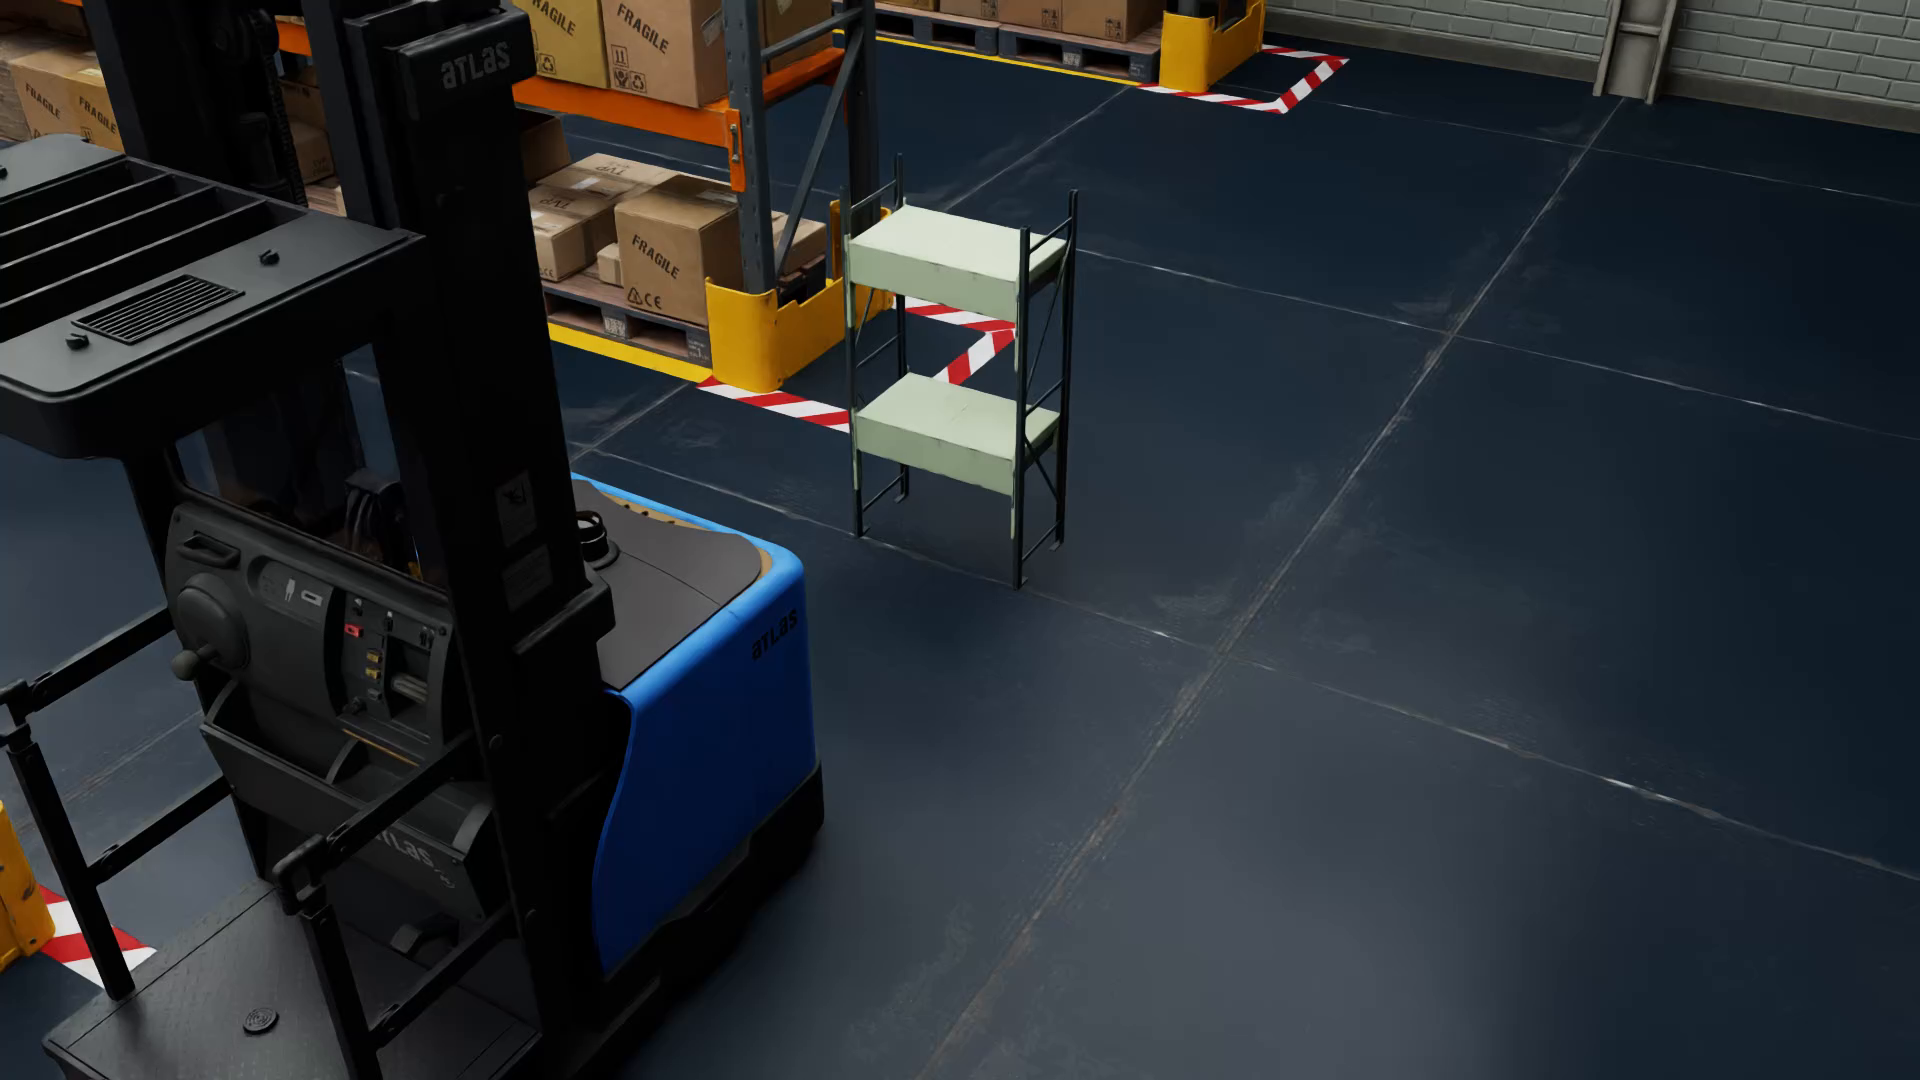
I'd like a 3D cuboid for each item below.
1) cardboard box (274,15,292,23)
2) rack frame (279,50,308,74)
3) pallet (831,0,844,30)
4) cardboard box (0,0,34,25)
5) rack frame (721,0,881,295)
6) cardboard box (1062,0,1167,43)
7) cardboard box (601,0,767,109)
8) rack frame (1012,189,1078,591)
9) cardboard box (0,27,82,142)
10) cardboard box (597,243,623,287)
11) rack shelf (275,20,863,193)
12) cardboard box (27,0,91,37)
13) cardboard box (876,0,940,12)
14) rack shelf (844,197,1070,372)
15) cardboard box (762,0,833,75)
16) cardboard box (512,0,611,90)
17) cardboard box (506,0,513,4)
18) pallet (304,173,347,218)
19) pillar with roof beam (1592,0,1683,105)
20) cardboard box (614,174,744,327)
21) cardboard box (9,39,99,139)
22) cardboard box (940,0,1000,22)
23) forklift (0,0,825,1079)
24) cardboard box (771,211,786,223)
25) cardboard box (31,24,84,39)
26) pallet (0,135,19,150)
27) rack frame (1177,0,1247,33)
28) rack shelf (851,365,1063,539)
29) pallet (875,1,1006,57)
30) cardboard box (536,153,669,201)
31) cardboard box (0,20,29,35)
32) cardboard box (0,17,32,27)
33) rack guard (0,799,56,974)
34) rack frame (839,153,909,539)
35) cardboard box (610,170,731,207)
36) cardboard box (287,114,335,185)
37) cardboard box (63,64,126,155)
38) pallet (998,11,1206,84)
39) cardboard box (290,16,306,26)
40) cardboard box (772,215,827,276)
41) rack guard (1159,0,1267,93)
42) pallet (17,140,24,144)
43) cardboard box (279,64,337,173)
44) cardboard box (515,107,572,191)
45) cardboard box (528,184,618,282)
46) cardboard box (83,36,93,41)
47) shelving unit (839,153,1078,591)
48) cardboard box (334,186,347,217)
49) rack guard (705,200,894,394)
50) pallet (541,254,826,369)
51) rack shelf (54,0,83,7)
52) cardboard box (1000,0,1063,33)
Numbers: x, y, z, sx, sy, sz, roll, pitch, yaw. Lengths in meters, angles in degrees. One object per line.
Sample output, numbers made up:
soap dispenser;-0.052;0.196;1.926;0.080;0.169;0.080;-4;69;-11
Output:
cardboard box;-3.411;-2.958;8.396;0.500;0.500;0.500;18;38;25
rack frame;-4.164;-3.327;9.040;0.127;3.000;1.000;18;37;24
pallet;-1.088;-4.305;13.024;1.213;0.211;1.003;18;37;24
cardboard box;-5.767;-3.445;10.399;0.500;0.250;0.500;17;37;24
rack frame;-0.691;-2.227;7.388;0.127;3.000;1.000;18;37;24
cardboard box;1.106;-3.891;11.763;0.500;0.500;0.700;18;37;24
cardboard box;-1.215;-2.261;7.349;0.500;0.500;0.500;19;38;26
rack frame;0.312;-0.525;6.186;0.023;1.500;0.400;18;37;24
cardboard box;-5.595;-2.746;10.025;0.500;0.500;0.500;18;38;25
cardboard box;-1.593;-1.417;8.330;0.250;0.166;0.380;18;37;24
rack shelf;-2.428;-2.478;8.414;4.000;0.370;1.077;18;37;24
cardboard box;-5.332;-3.307;10.192;0.500;0.250;0.500;18;38;24
cardboard box;-0.232;-4.309;12.392;0.500;0.500;0.700;18;38;25
rack shelf;-0.006;-0.951;6.121;0.720;0.370;0.431;18;37;24
cardboard box;-0.946;-2.518;7.734;0.500;0.500;0.500;18;38;25
cardboard box;-1.668;-2.402;7.560;0.500;0.500;0.500;18;38;25
cardboard box;-2.098;-2.542;7.770;0.500;0.500;0.500;18;38;25
pallet;-3.569;-1.977;9.529;1.213;0.211;1.003;18;37;24
pillar with roof beam;2.401;-4.711;5.706;0.400;9.000;9.100;18;37;24
cardboard box;-1.286;-1.401;8.006;0.500;0.500;0.500;18;37;24
cardboard box;-5.160;-2.608;9.818;0.500;0.500;0.500;18;38;25
cardboard box;0.234;-4.166;12.177;0.500;0.500;0.700;16;37;23
forklift;-1.622;0.274;3.695;1.130;2.935;3.031;18;38;25
cardboard box;-1.102;-1.580;8.576;0.250;0.166;0.380;18;37;24
cardboard box;-5.362;-3.003;10.411;0.500;0.500;0.500;18;38;25
pallet;-5.953;-2.707;10.625;1.213;0.211;1.003;18;37;24
rack frame;1.763;-4.612;10.970;0.127;3.000;1.000;18;37;24
rack shelf;-0.006;-0.355;6.518;0.720;0.370;0.431;18;37;24
pallet;-0.025;-3.970;12.521;1.213;0.211;1.003;18;37;24
cardboard box;-1.891;-1.827;8.871;0.500;0.250;0.500;18;37;24
cardboard box;-6.038;-2.885;10.234;0.500;0.500;0.500;16;37;23
cardboard box;-5.801;-3.142;10.620;0.500;0.500;0.500;16;37;23
rack guard;-3.125;1.196;4.502;0.348;0.500;1.175;18;37;24
rack frame;-0.324;-0.727;6.488;0.023;1.500;0.400;18;37;24
cardboard box;-1.457;-1.689;8.664;0.500;0.250;0.500;18;37;24
cardboard box;-3.907;-2.172;9.334;0.500;0.311;0.500;18;37;24
cardboard box;-4.735;-2.468;9.608;0.500;0.500;0.500;17;37;24
pallet;1.030;-3.634;12.016;1.213;0.211;1.003;18;37;24
cardboard box;-2.978;-2.820;8.188;0.500;0.500;0.500;17;37;24
cardboard box;-0.885;-1.504;8.478;0.250;0.149;0.380;18;37;24
rack guard;1.784;-3.565;11.652;0.348;0.500;1.175;18;37;24
pallet;-4.889;-2.372;10.122;1.213;0.211;1.003;18;37;24
cardboard box;-3.529;-2.450;9.581;0.500;0.500;0.500;18;37;24
cardboard box;-2.531;-1.957;8.838;0.637;0.503;0.797;18;37;24
cardboard box;-2.096;-1.572;8.489;0.500;0.250;0.500;18;37;24
cardboard box;-4.932;-2.862;10.199;0.500;0.500;0.500;18;38;25
shelving unit;-0.006;-0.626;6.337;0.755;1.500;0.431;18;37;24
cardboard box;-3.151;-1.878;9.024;0.250;0.166;0.380;18;37;24
rack guard;-0.757;-1.208;8.112;0.348;0.500;1.175;18;37;24
pallet;-1.450;-1.306;8.521;1.213;0.211;1.003;18;37;24
rack shelf;-5.901;-3.578;10.066;4.000;0.370;1.077;18;37;24
cardboard box;0.671;-4.028;11.969;0.500;0.500;0.700;17;37;24
